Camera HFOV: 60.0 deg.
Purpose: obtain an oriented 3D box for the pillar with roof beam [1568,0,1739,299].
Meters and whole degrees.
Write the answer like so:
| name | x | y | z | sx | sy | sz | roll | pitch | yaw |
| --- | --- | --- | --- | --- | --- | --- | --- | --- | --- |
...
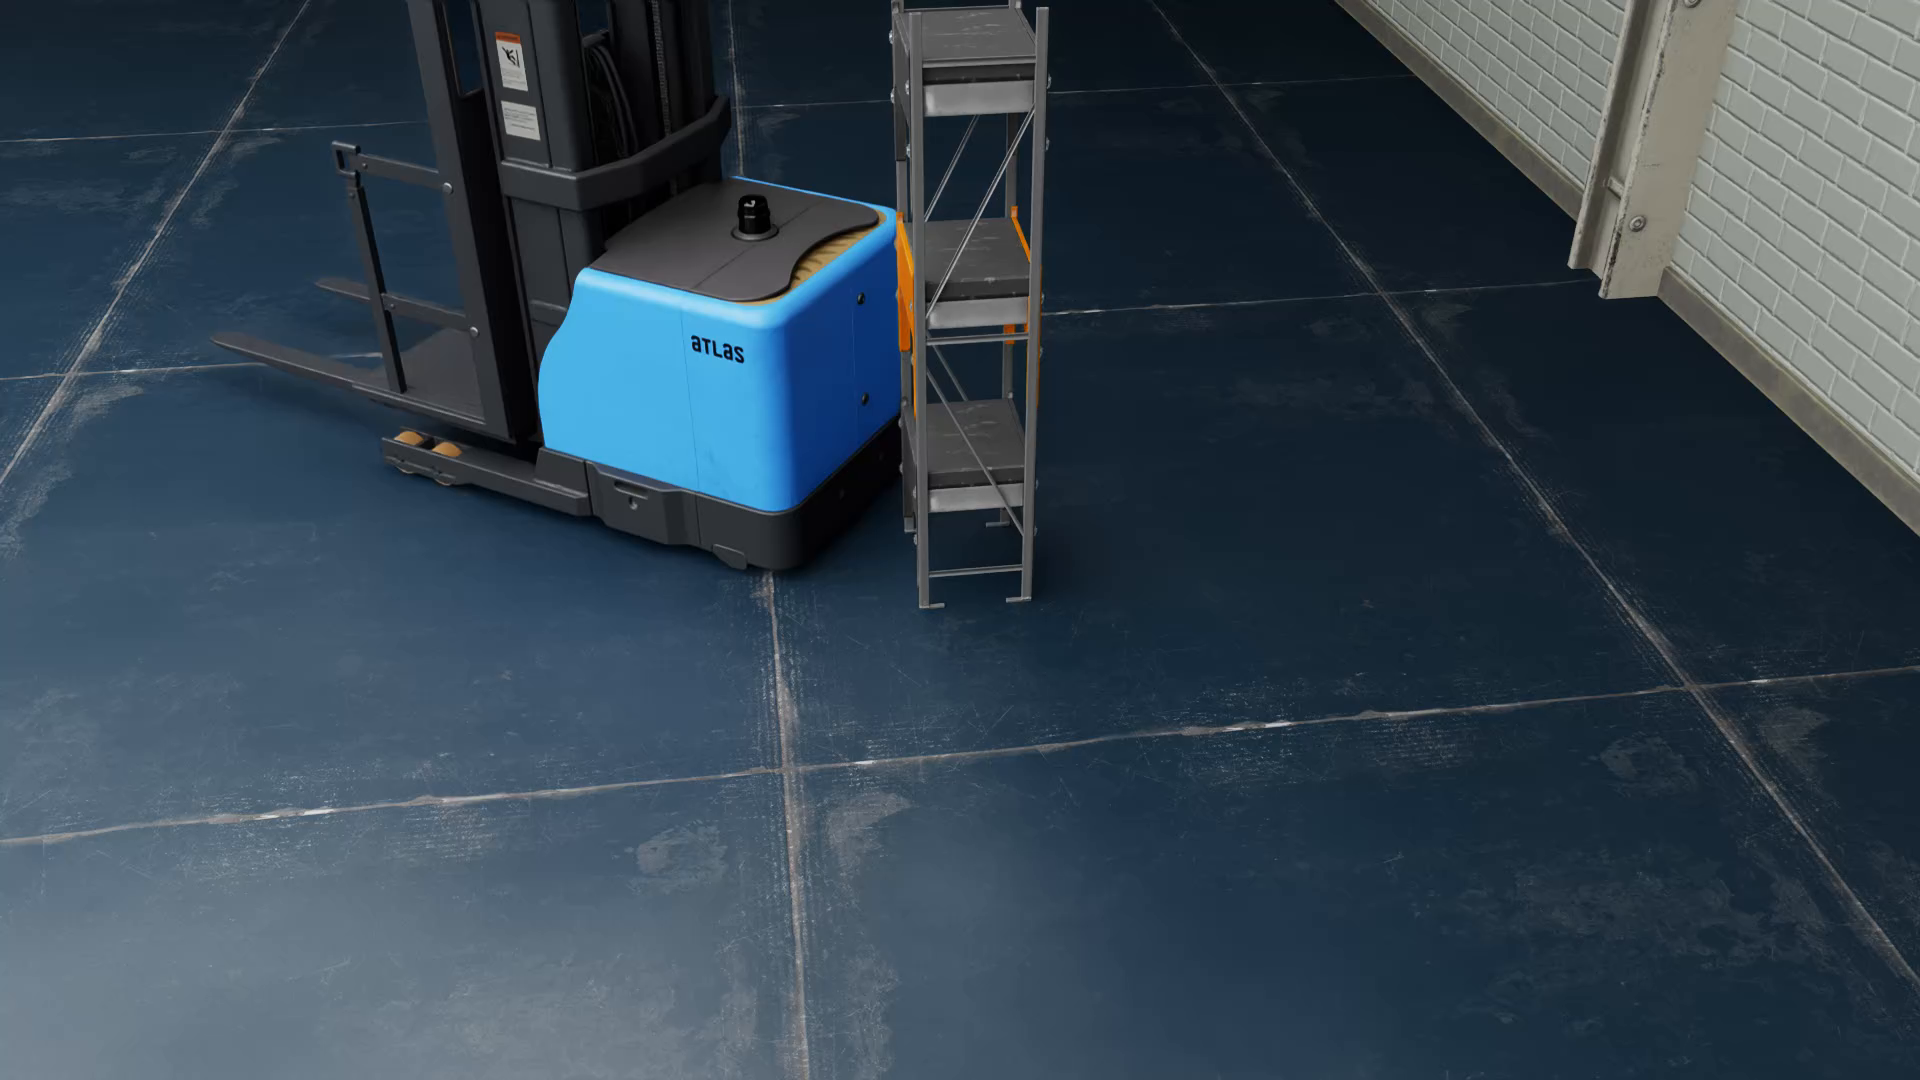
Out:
| name | x | y | z | sx | sy | sz | roll | pitch | yaw |
| --- | --- | --- | --- | --- | --- | --- | --- | --- | --- |
| pillar with roof beam | -1.070 | -4.665 | 5.105 | 9.100 | 9.000 | 0.400 | -4 | 35 | -6 |

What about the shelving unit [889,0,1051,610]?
| name | x | y | z | sx | sy | sz | roll | pitch | yaw |
| --- | --- | --- | --- | --- | --- | --- | --- | --- | --- |
| shelving unit | 0.022 | -0.775 | 5.523 | 0.431 | 2.100 | 0.503 | -4 | 35 | -6 |

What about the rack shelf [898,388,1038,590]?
| name | x | y | z | sx | sy | sz | roll | pitch | yaw |
| --- | --- | --- | --- | --- | --- | --- | --- | --- | --- |
| rack shelf | 0.022 | -0.186 | 5.925 | 0.431 | 0.518 | 0.480 | -4 | 35 | -6 |

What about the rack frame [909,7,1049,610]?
| name | x | y | z | sx | sy | sz | roll | pitch | yaw |
| --- | --- | --- | --- | --- | --- | --- | --- | --- | --- |
| rack frame | 0.055 | -0.639 | 5.323 | 0.400 | 2.100 | 0.015 | -4 | 35 | -6 |

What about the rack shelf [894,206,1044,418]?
| name | x | y | z | sx | sy | sz | roll | pitch | yaw |
| --- | --- | --- | --- | --- | --- | --- | --- | --- | --- |
| rack shelf | 0.022 | -0.764 | 5.531 | 0.431 | 0.518 | 0.480 | -4 | 35 | -6 |

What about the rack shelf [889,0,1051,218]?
| name | x | y | z | sx | sy | sz | roll | pitch | yaw |
| --- | --- | --- | --- | --- | --- | --- | --- | --- | --- |
| rack shelf | 0.022 | -1.342 | 5.137 | 0.431 | 0.518 | 0.480 | -4 | 35 | -6 |

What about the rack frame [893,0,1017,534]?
| name | x | y | z | sx | sy | sz | roll | pitch | yaw |
| --- | --- | --- | --- | --- | --- | --- | --- | --- | --- |
| rack frame | -0.011 | -0.911 | 5.723 | 0.400 | 2.100 | 0.015 | -4 | 35 | -6 |

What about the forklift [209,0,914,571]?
| name | x | y | z | sx | sy | sz | roll | pitch | yaw |
| --- | --- | --- | --- | --- | --- | --- | --- | --- | --- |
| forklift | -1.720 | -1.673 | 6.103 | 3.031 | 2.935 | 1.130 | 16 | 37 | 22 |
